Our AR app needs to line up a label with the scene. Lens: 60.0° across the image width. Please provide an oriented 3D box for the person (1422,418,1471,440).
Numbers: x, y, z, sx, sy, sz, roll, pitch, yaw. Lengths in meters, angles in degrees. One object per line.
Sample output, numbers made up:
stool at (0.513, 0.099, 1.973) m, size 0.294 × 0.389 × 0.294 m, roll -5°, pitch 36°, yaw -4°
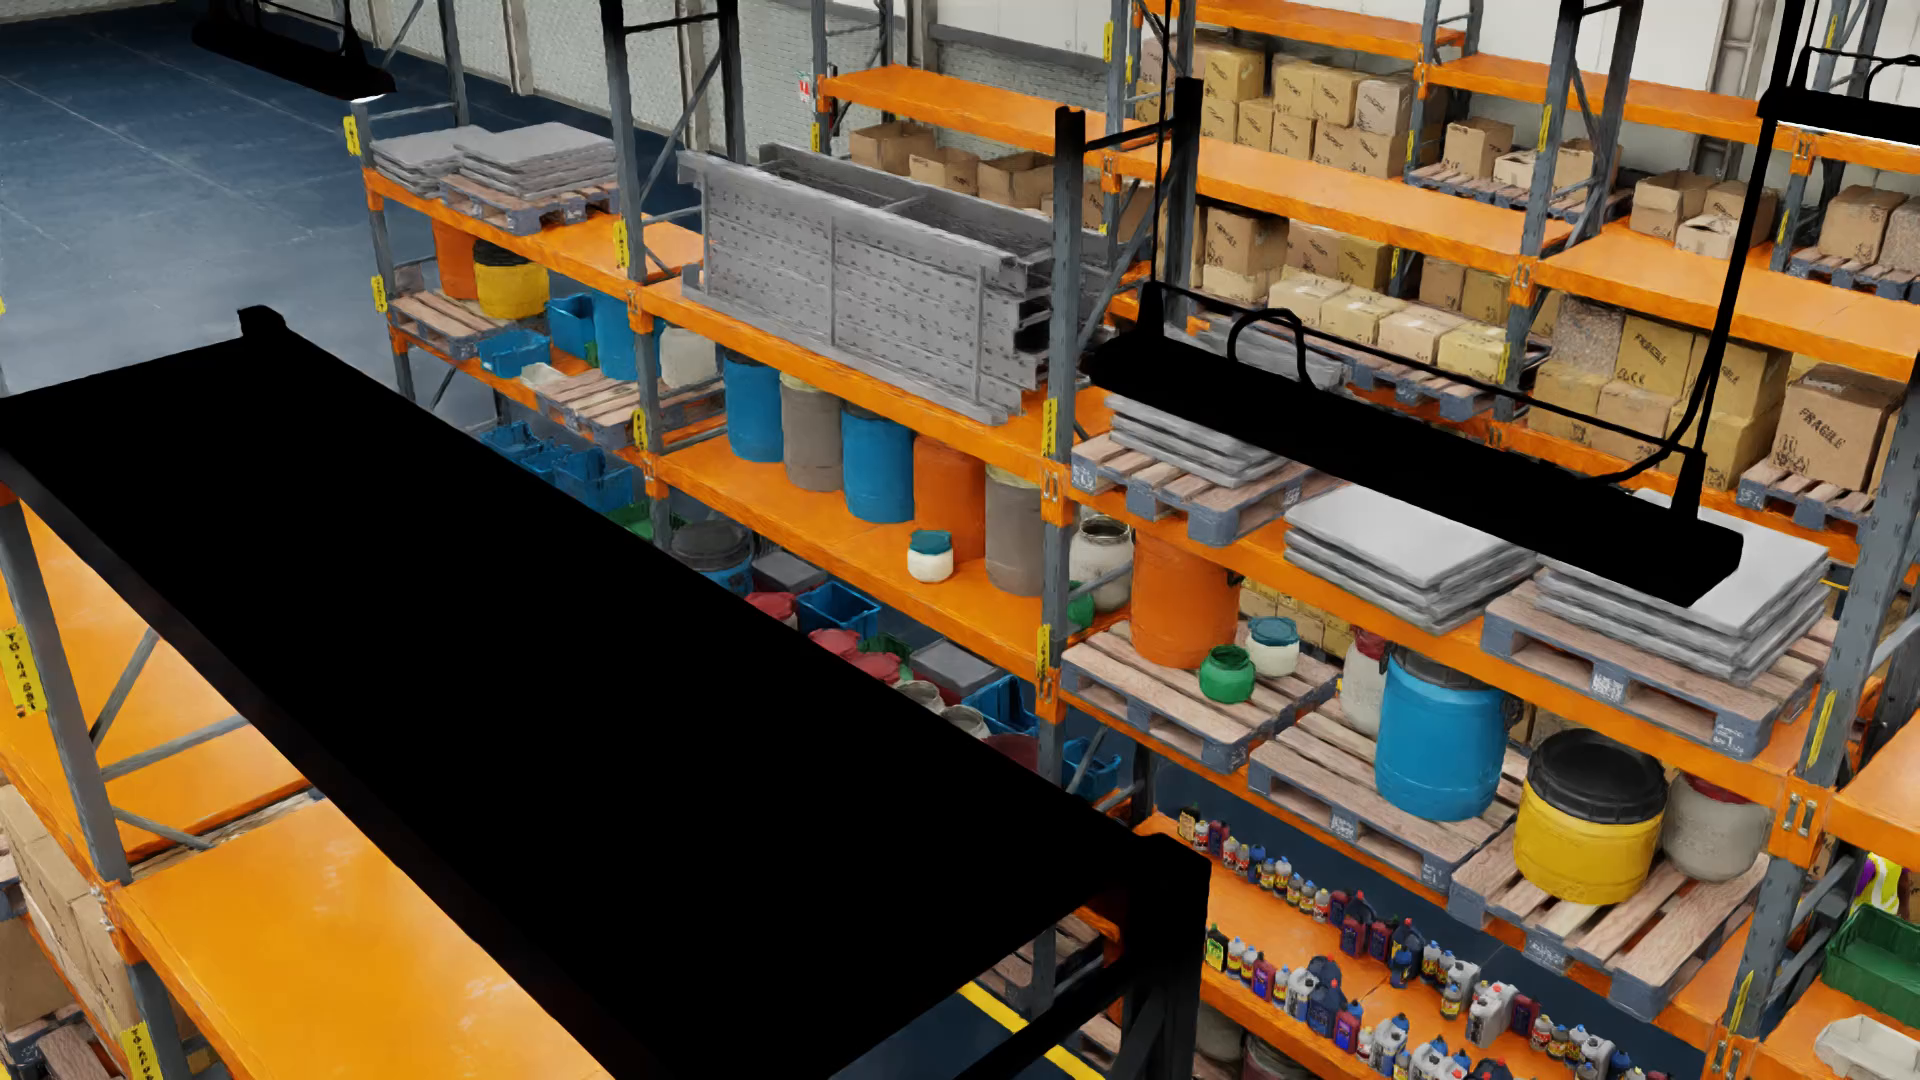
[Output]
person at (4.919, -0.992, 16.906) m, size 0.539 × 1.679 × 0.454 m, roll 9°, pitch 30°, yaw 17°

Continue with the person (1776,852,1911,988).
person at (5.726, 2.367, 10.634) m, size 0.591 × 1.716 × 1.042 m, roll -25°, pitch 37°, yaw -38°

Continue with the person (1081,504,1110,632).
person at (1.078, 0.165, 14.931) m, size 1.041 × 1.504 × 0.415 m, roll 24°, pitch 37°, yaw 38°
